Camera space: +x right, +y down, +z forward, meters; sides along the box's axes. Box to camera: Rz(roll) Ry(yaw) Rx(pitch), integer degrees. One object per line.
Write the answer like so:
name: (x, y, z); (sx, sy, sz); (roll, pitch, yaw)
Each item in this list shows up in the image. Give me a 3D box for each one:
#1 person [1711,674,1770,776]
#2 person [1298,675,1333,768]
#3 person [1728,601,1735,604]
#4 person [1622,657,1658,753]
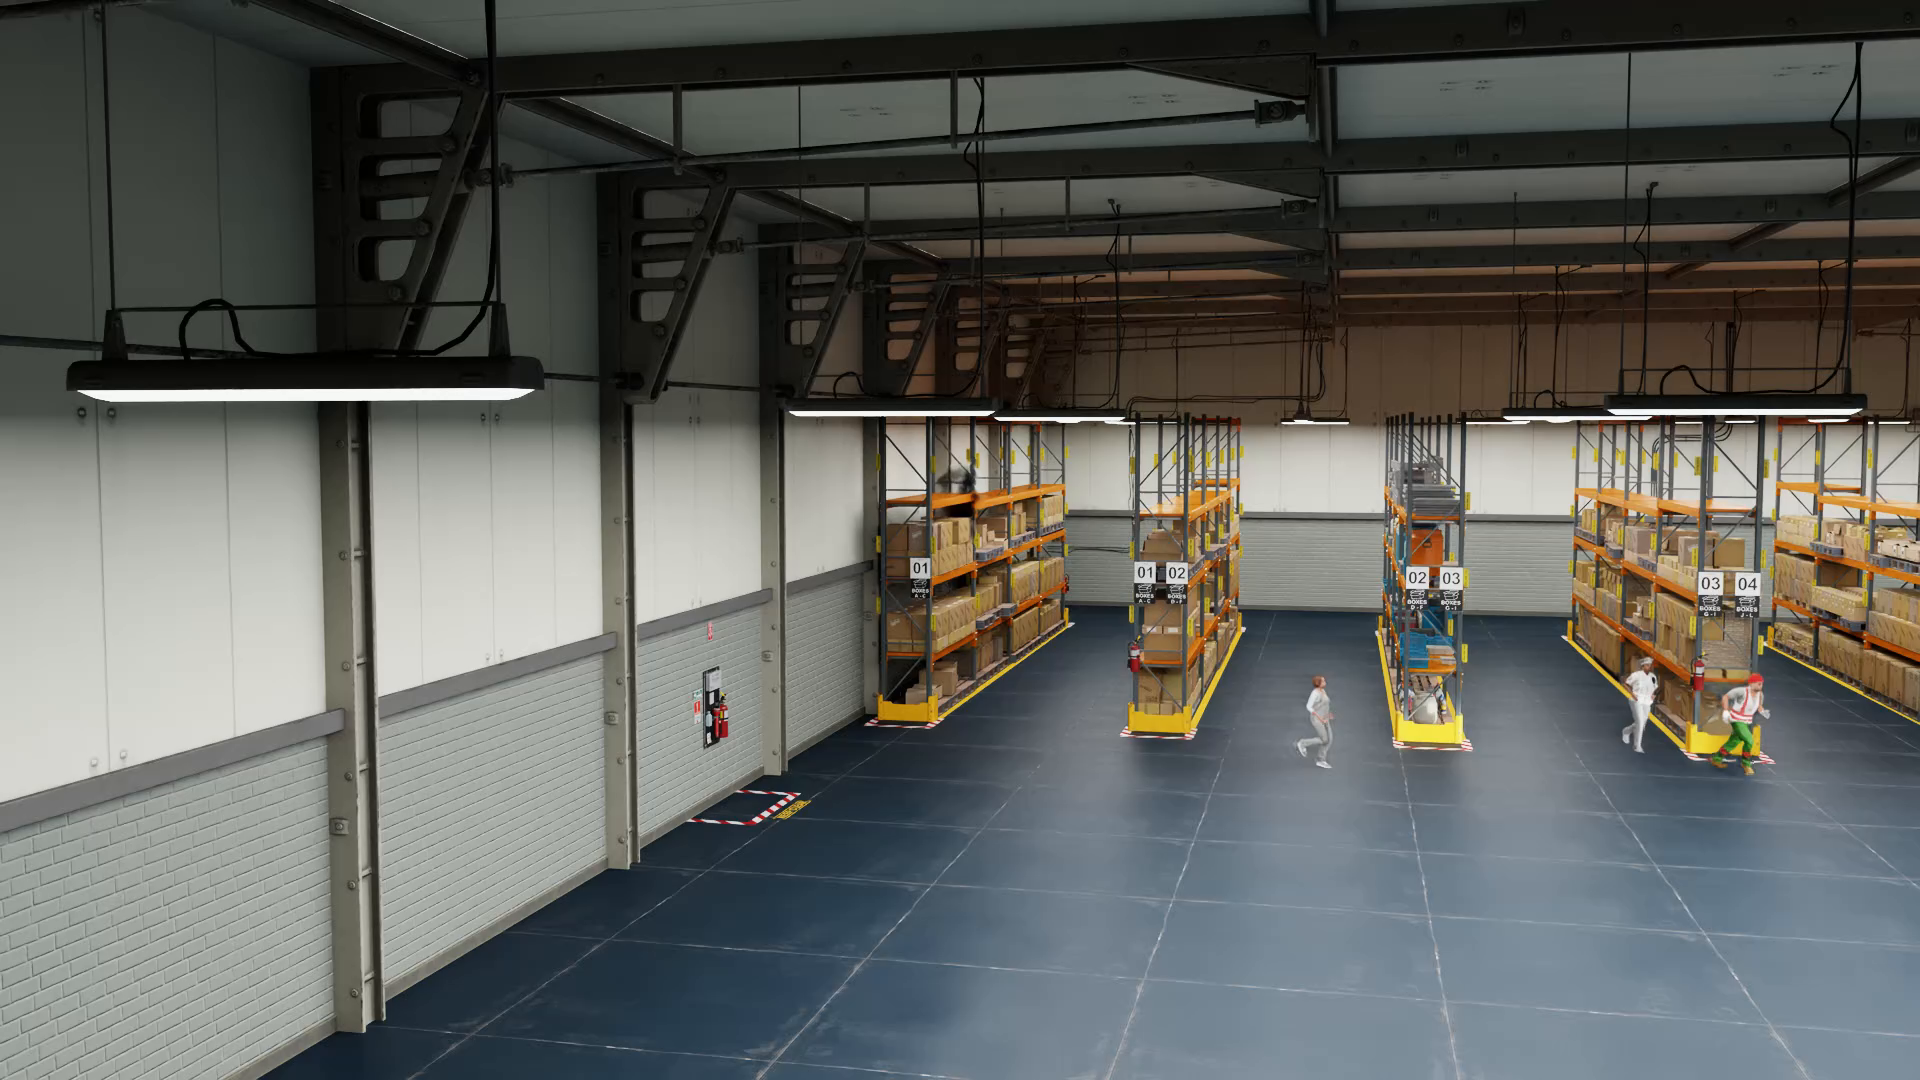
person: (12.935, 3.035, 27.574); (0.684, 1.711, 0.947); (-2, 4, -27)
person: (6.021, 3.056, 28.101); (0.587, 1.563, 0.542); (3, 5, 35)
person: (20.353, 1.951, 43.829); (0.579, 1.720, 0.752); (3, 5, 35)
person: (12.134, 2.914, 29.632); (0.619, 1.677, 0.731); (0, 4, -6)
